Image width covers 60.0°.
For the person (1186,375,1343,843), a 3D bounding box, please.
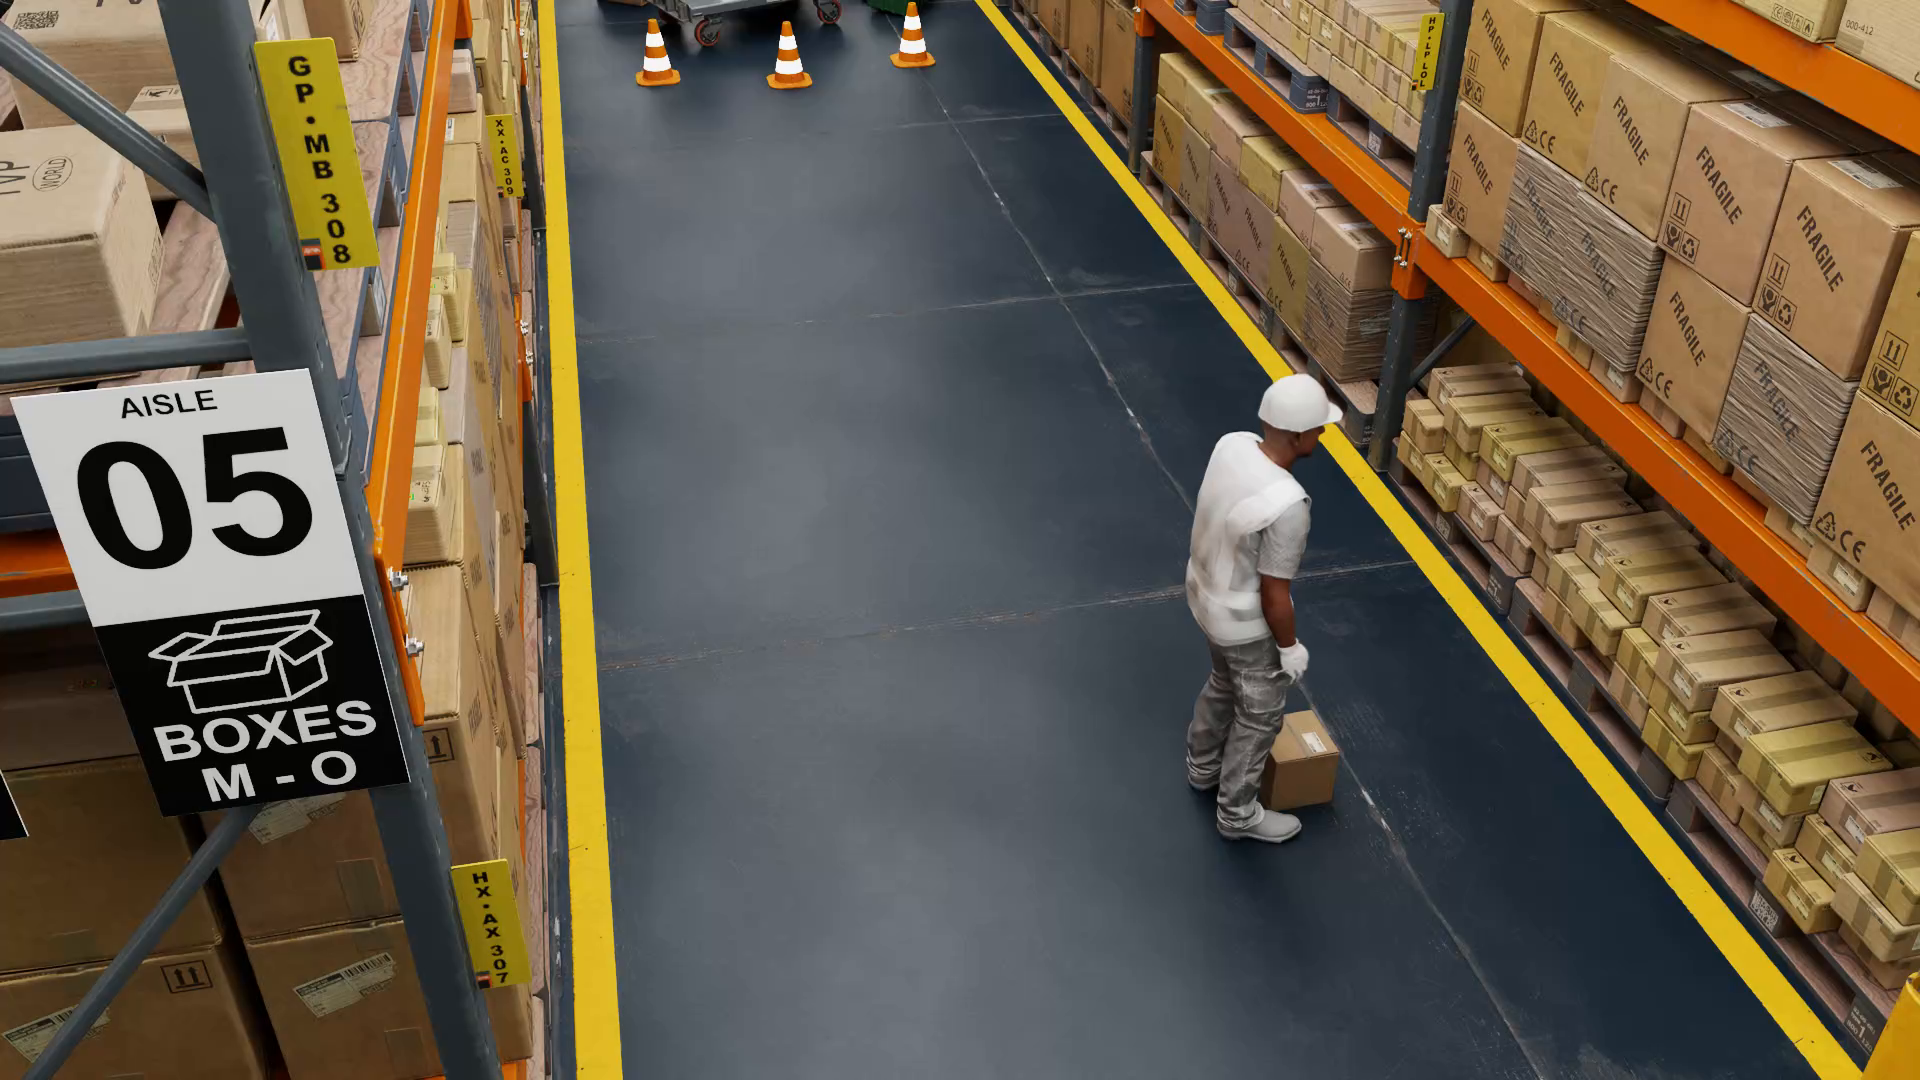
[{"bbox_3d":[1.024,0.239,5.779,0.446,1.775,0.617,-7,35,-10],"label":"person"}]
